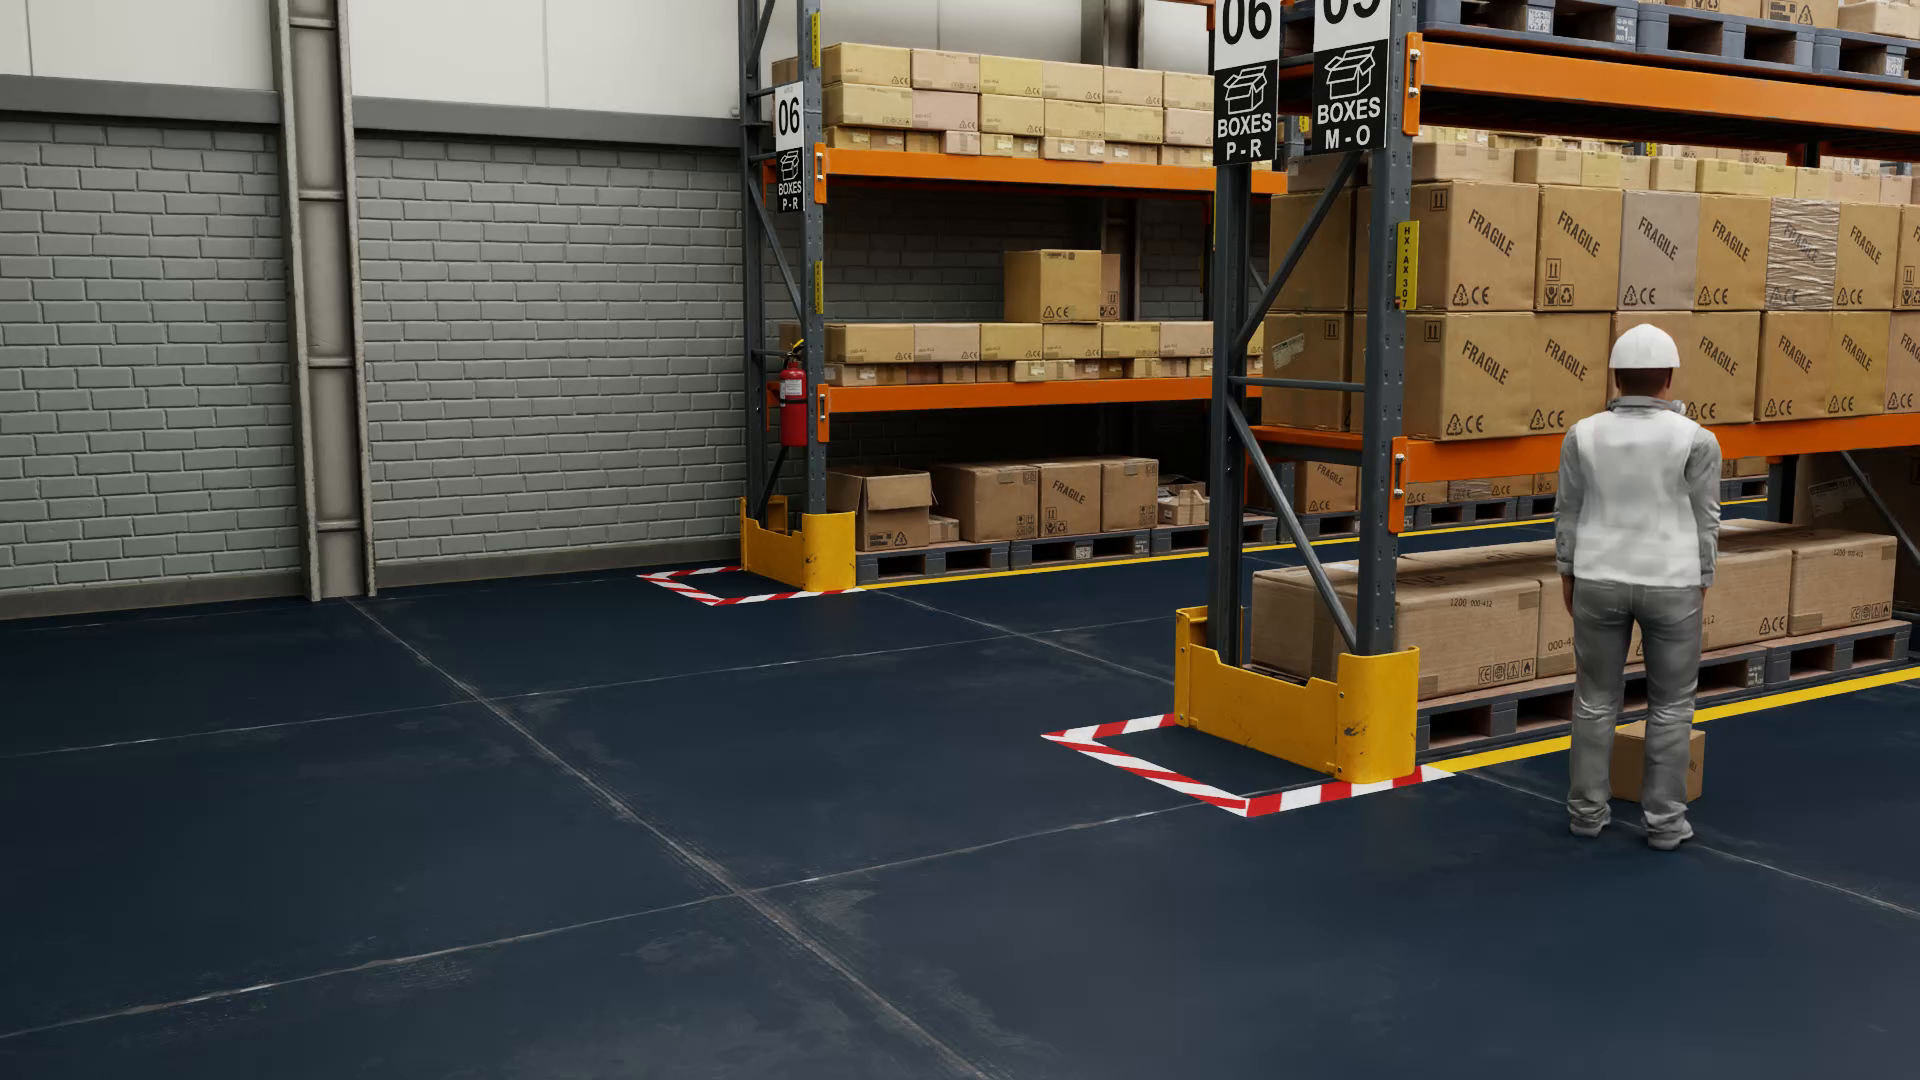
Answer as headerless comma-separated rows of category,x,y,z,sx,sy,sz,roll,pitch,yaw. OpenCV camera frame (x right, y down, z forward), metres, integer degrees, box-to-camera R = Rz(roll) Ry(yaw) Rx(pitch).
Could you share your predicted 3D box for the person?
person,2.305,0.152,5.698,0.533,1.768,0.359,5,10,33
